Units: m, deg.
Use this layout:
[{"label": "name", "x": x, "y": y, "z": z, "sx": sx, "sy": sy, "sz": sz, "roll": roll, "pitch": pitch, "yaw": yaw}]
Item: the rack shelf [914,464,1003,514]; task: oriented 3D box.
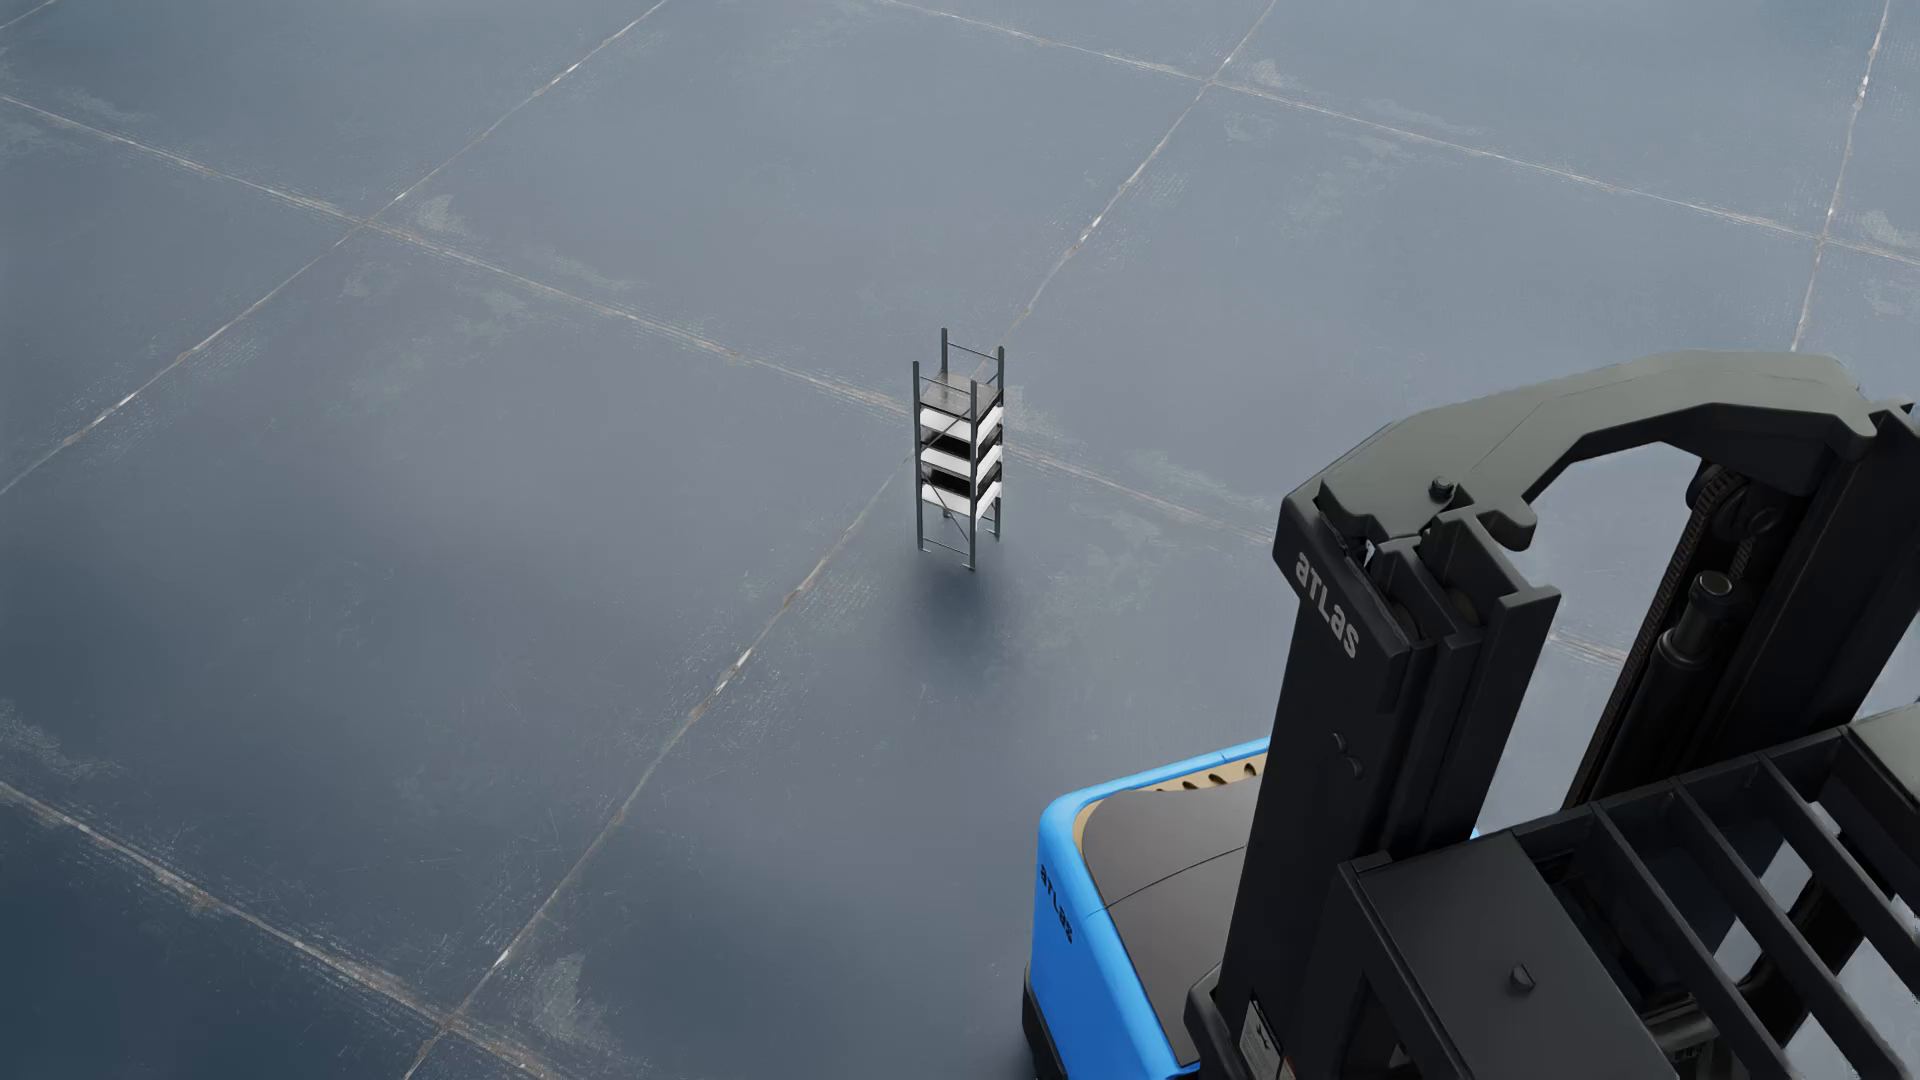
[{"label": "rack shelf", "x": -0.004, "y": -0.225, "z": 6.013, "sx": 0.258, "sy": 0.077, "sz": 0.200, "roll": 20, "pitch": 49, "yaw": 19}]

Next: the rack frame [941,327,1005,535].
[{"label": "rack frame", "x": 0.043, "y": -0.375, "z": 5.988, "sx": 0.240, "sy": 0.900, "sz": 0.006, "roll": 20, "pitch": 49, "yaw": 19}]

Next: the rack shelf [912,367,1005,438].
[{"label": "rack shelf", "x": -0.004, "y": -0.478, "z": 5.757, "sx": 0.258, "sy": 0.077, "sz": 0.200, "roll": 20, "pitch": 49, "yaw": 19}]

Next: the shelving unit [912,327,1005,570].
[{"label": "shelving unit", "x": -0.004, "y": -0.311, "z": 5.925, "sx": 0.258, "sy": 0.900, "sz": 0.210, "roll": 20, "pitch": 49, "yaw": 19}]

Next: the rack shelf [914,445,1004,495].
[{"label": "rack shelf", "x": -0.004, "y": -0.288, "z": 5.949, "sx": 0.258, "sy": 0.077, "sz": 0.200, "roll": 20, "pitch": 49, "yaw": 19}]

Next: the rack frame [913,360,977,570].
[{"label": "rack frame", "x": -0.051, "y": -0.247, "z": 5.862, "sx": 0.240, "sy": 0.900, "sz": 0.006, "roll": 20, "pitch": 49, "yaw": 19}]

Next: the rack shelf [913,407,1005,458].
[{"label": "rack shelf", "x": -0.004, "y": -0.414, "z": 5.821, "sx": 0.258, "sy": 0.077, "sz": 0.200, "roll": 20, "pitch": 49, "yaw": 19}]

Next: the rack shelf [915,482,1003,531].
[{"label": "rack shelf", "x": -0.004, "y": -0.161, "z": 6.077, "sx": 0.258, "sy": 0.077, "sz": 0.200, "roll": 20, "pitch": 49, "yaw": 19}]

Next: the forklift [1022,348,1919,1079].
[{"label": "forklift", "x": 1.134, "y": 1.254, "z": 2.950, "sx": 1.130, "sy": 2.935, "sz": 3.031, "roll": -14, "pitch": 47, "yaw": -13}]

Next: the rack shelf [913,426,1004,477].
[{"label": "rack shelf", "x": -0.004, "y": -0.351, "z": 5.885, "sx": 0.258, "sy": 0.077, "sz": 0.200, "roll": 20, "pitch": 49, "yaw": 19}]
